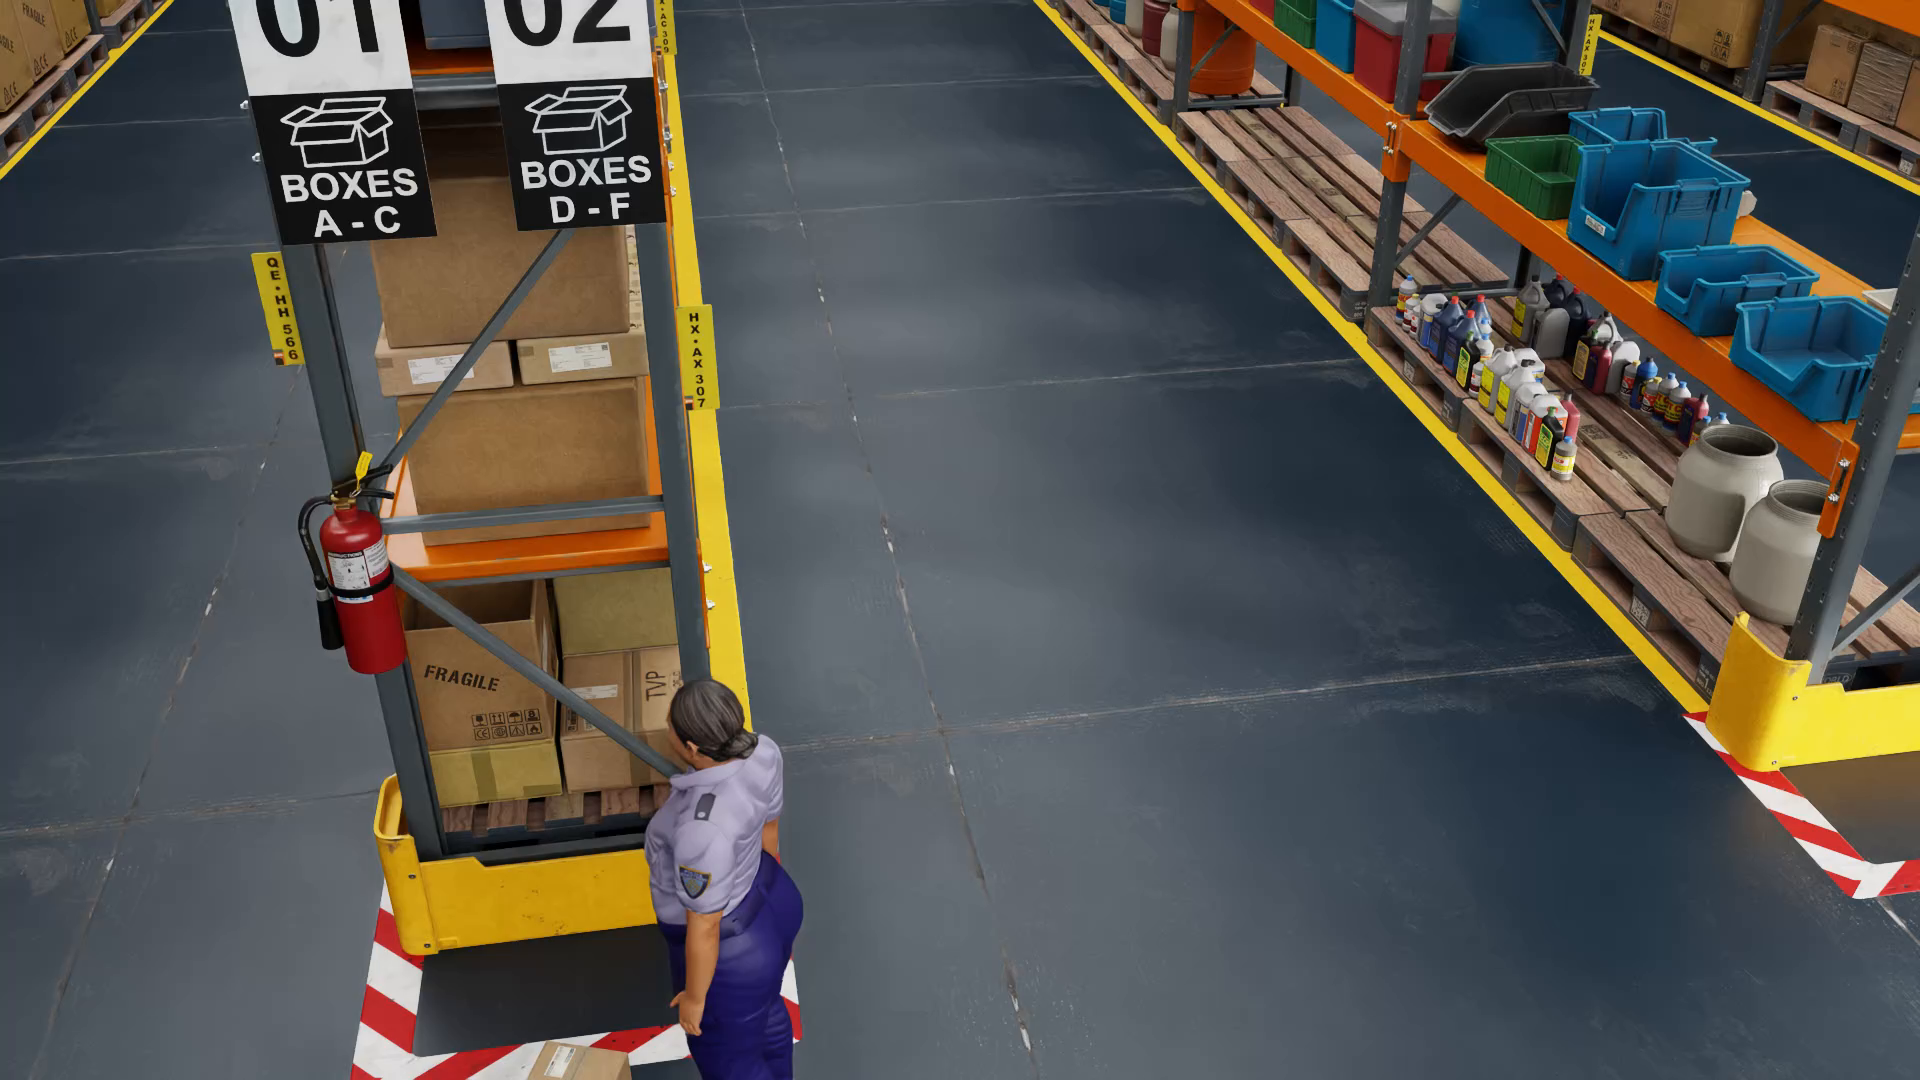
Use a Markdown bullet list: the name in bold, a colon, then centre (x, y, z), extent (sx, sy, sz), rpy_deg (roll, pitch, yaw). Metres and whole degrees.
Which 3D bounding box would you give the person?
- **person**: centre (-0.622, 1.048, 4.366), extent (0.368, 1.657, 0.489), rpy_deg (6, 31, 10)
